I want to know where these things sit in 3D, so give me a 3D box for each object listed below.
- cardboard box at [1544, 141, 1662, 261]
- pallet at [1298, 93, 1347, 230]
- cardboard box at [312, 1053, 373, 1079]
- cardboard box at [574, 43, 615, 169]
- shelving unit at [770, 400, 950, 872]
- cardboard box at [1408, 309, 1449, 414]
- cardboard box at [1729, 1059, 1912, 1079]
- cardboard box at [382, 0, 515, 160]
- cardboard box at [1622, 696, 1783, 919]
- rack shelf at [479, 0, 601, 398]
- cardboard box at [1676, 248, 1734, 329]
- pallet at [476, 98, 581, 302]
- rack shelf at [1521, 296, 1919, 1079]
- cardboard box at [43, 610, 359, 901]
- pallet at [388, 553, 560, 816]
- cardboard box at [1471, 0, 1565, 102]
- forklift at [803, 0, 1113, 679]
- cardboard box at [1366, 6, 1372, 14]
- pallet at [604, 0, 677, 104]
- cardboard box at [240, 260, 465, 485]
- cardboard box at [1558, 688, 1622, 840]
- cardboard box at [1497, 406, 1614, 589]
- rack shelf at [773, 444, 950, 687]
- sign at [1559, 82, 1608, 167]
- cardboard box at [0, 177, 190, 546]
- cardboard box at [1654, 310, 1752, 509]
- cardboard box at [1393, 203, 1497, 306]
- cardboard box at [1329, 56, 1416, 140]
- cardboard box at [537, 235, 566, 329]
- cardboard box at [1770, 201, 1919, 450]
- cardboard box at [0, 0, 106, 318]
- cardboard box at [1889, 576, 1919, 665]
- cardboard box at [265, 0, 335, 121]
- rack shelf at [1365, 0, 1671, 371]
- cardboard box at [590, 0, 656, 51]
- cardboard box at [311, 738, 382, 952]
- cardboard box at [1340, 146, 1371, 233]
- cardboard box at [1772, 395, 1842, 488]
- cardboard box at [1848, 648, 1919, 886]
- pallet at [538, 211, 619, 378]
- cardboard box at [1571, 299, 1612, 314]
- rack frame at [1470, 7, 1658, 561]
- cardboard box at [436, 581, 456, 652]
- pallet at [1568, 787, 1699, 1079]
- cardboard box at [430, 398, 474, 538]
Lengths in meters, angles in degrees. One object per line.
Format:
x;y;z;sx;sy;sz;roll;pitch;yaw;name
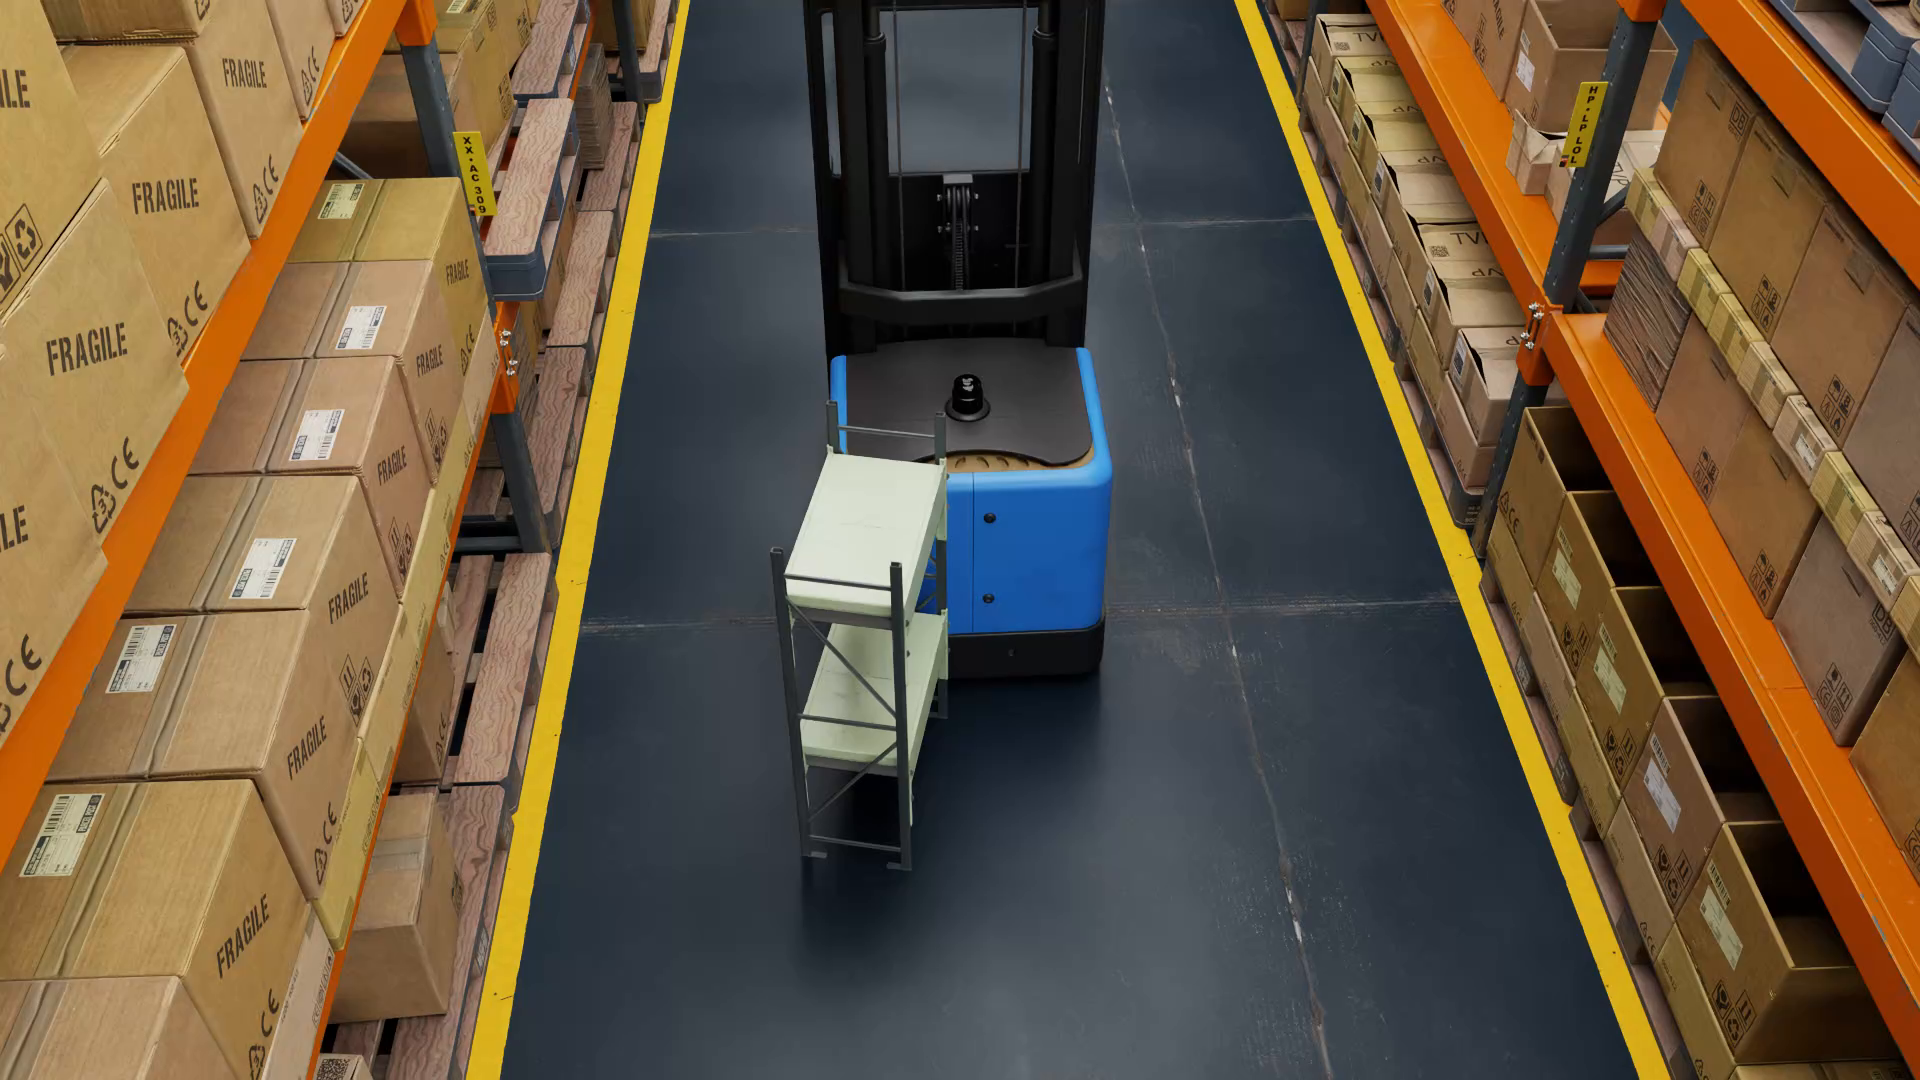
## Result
2.658;-1.350;6.613;0.500;0.250;0.500;1;43;1;cardboard box
2.549;-2.189;9.482;1.003;0.211;1.213;-2;43;-2;pallet
-2.020;1.746;4.790;0.500;0.311;0.500;2;43;2;cardboard box
-2.314;-2.386;9.157;0.700;0.500;0.500;-1;43;-1;cardboard box
-0.309;0.361;5.747;0.431;1.500;0.755;7;43;7;shelving unit
2.396;-0.828;7.658;0.500;0.250;0.500;-2;43;-2;cardboard box
2.541;1.795;4.796;0.500;0.250;0.500;-2;43;-2;cardboard box
-2.231;-1.850;6.649;0.700;0.500;0.500;2;43;3;cardboard box
2.495;0.843;5.279;0.500;0.500;0.500;-2;43;-2;cardboard box
-2.311;-2.014;7.760;1.077;0.370;4.000;-2;43;-2;rack shelf
2.564;-0.819;5.370;0.380;0.149;0.250;-3;43;-3;cardboard box
-2.114;-1.378;6.676;1.003;0.211;1.213;-2;43;-2;pallet
2.807;0.542;4.972;1.077;0.370;4.000;-2;43;-2;rack shelf
-1.803;0.529;3.994;0.500;0.500;0.500;-3;43;-3;cardboard box
-2.163;0.551;6.492;1.003;0.211;1.213;-2;43;-2;pallet
2.663;-2.323;7.491;0.500;0.500;0.500;-2;43;-2;cardboard box
-0.035;-1.505;6.723;1.130;2.935;3.031;-2;43;-2;forklift
2.819;-3.330;10.188;0.500;0.500;0.500;0;43;0;cardboard box
-2.355;-3.136;10.515;1.003;0.211;1.213;-2;43;-2;pallet
-1.871;-0.511;5.128;0.500;0.500;0.500;-2;43;-2;cardboard box
2.472;0.782;5.901;0.500;0.250;0.500;-2;43;-2;cardboard box
2.429;-0.169;6.384;0.500;0.500;0.500;-2;43;-2;cardboard box
-0.309;0.073;5.483;0.431;0.370;0.720;7;43;7;rack shelf
2.181;-1.449;5.813;0.100;0.325;0.005;-2;43;-2;sign
-1.834;-0.326;3.077;0.500;0.500;0.500;0;43;0;cardboard box
2.777;-0.455;5.453;0.700;0.500;0.500;-2;43;-2;cardboard box
2.372;-1.375;7.839;0.500;0.311;0.500;-2;43;-2;cardboard box
2.312;-2.406;8.964;0.500;0.311;0.500;-3;43;-3;cardboard box
-2.328;-1.359;8.037;0.700;0.500;0.500;-1;43;-1;cardboard box
2.791;-0.610;4.662;0.700;0.500;0.500;-2;43;-2;cardboard box
-1.834;-0.700;2.745;0.500;0.500;0.500;-1;43;-1;cardboard box
2.629;0.224;4.232;0.380;0.149;0.250;-1;43;-1;cardboard box
-1.949;-1.403;4.253;0.500;0.500;0.500;-5;43;-5;cardboard box
2.638;-2.159;7.918;1.077;0.370;4.000;-2;43;-2;rack shelf
-2.297;-3.492;10.120;0.750;0.750;0.750;-2;43;-2;cardboard box
-1.812;0.786;4.268;0.500;0.250;0.500;-2;43;-2;cardboard box
2.332;-1.863;8.787;0.500;0.250;0.500;-3;43;-3;cardboard box
2.599;-0.293;4.796;0.380;0.149;0.250;-3;43;-3;cardboard box
2.843;0.584;4.318;0.700;0.500;0.500;-1;43;-2;cardboard box
-2.316;-1.252;8.460;1.003;0.211;1.213;-2;43;-2;pallet
2.938;-1.046;7.480;0.500;0.311;0.500;-2;43;-2;cardboard box
2.723;-1.074;6.202;1.000;3.000;0.127;-2;43;-2;rack frame
-2.174;0.314;6.459;0.380;0.166;0.250;-7;43;-7;cardboard box
2.769;1.318;5.656;1.003;0.211;1.213;-2;43;-2;pallet
-1.891;-0.233;5.381;0.500;0.250;0.500;-1;43;-2;cardboard box
